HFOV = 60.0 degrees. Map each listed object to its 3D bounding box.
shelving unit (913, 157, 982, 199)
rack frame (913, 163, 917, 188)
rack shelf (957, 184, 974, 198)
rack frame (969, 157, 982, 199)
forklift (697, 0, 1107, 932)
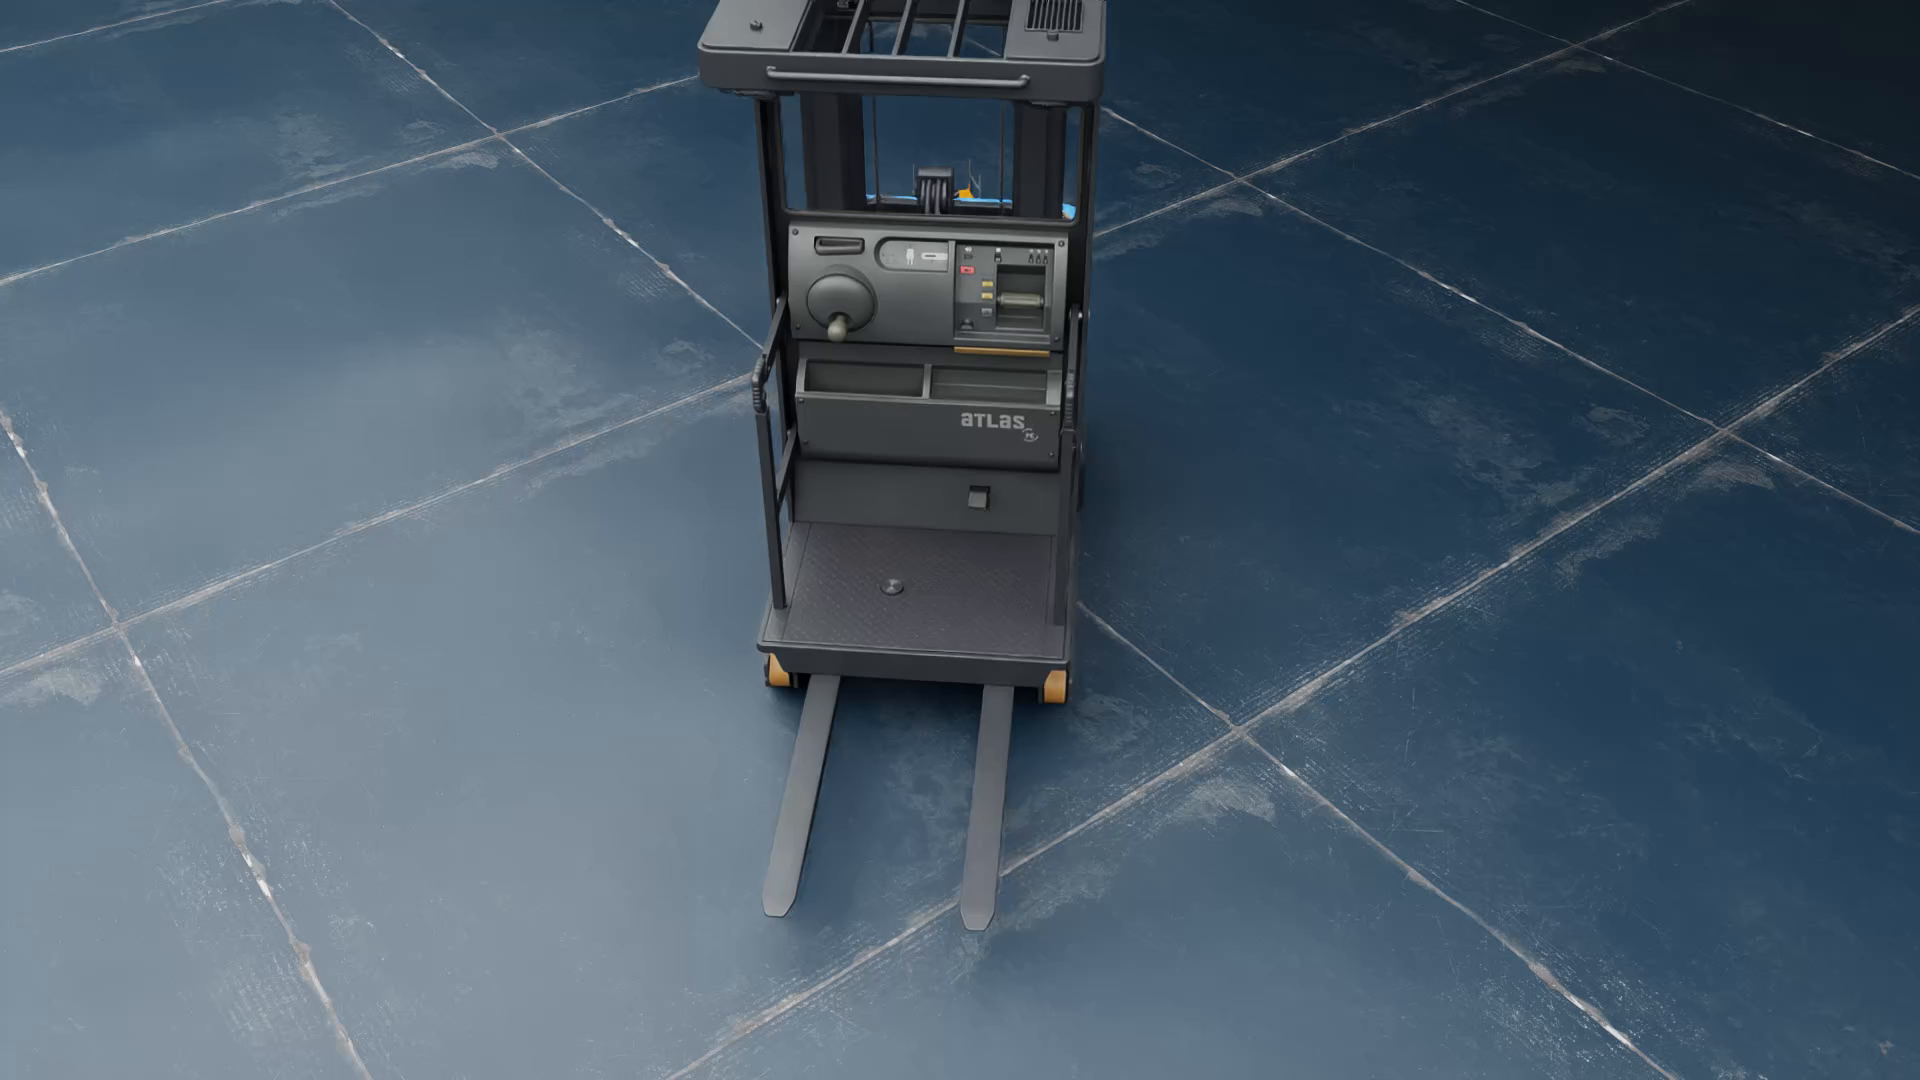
[{"bbox_3d":[-0.045,-1.128,7.284,0.252,1.050,0.215,-8,35,-10],"label":"shelving unit"},{"bbox_3d":[-0.164,-1.111,7.263,0.008,1.050,0.200,-8,35,-10],"label":"rack frame"},{"bbox_3d":[-0.050,-1.353,7.129,0.240,0.259,0.215,-8,35,-10],"label":"rack shelf"},{"bbox_3d":[0.074,-1.145,7.305,0.008,1.050,0.200,-8,35,-10],"label":"rack frame"},{"bbox_3d":[-0.125,-0.766,5.373,1.130,2.935,3.031,3,39,4],"label":"forklift"}]
